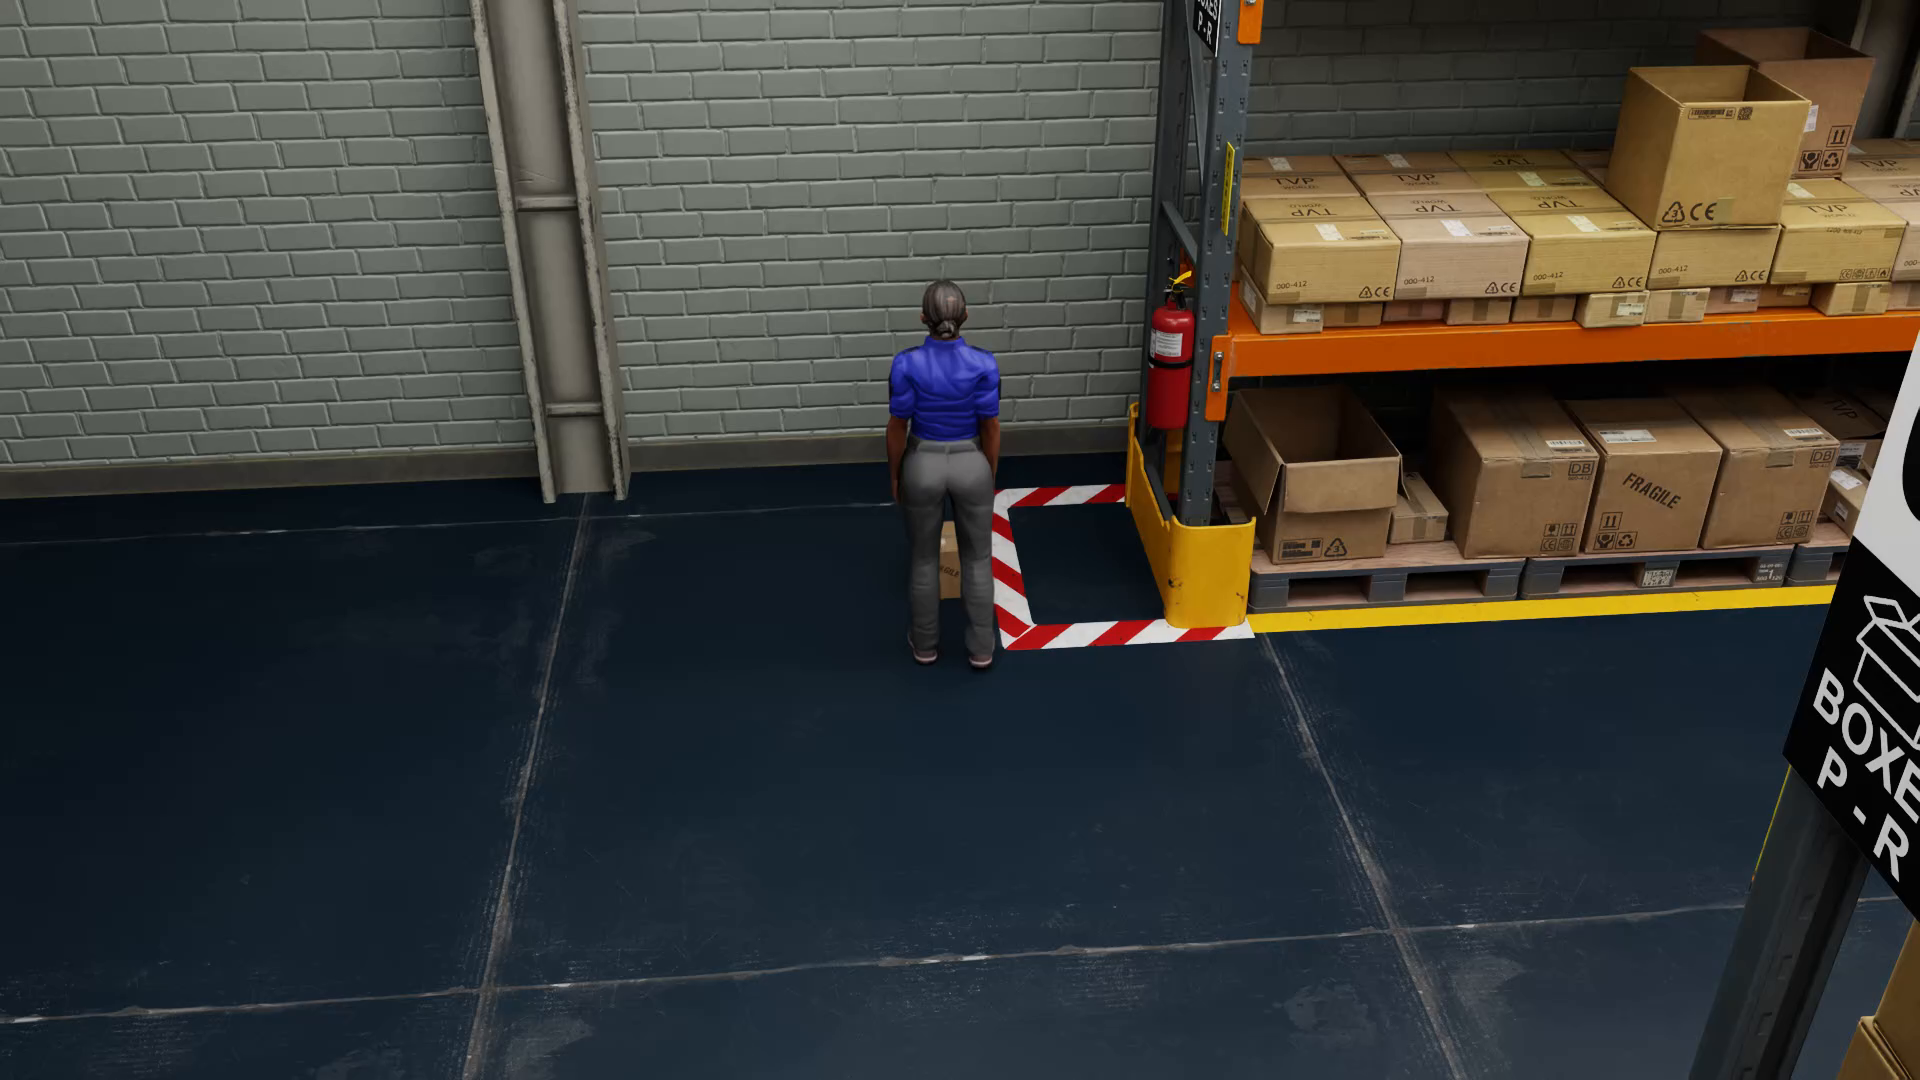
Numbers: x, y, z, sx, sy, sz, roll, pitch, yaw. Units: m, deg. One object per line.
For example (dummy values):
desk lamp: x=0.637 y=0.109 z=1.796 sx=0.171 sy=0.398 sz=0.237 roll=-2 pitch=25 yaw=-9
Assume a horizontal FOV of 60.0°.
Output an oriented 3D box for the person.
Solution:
person: x=-0.065 y=-0.248 z=6.550 sx=0.443 sy=1.662 sz=0.338 roll=-1 pitch=31 yaw=-2
